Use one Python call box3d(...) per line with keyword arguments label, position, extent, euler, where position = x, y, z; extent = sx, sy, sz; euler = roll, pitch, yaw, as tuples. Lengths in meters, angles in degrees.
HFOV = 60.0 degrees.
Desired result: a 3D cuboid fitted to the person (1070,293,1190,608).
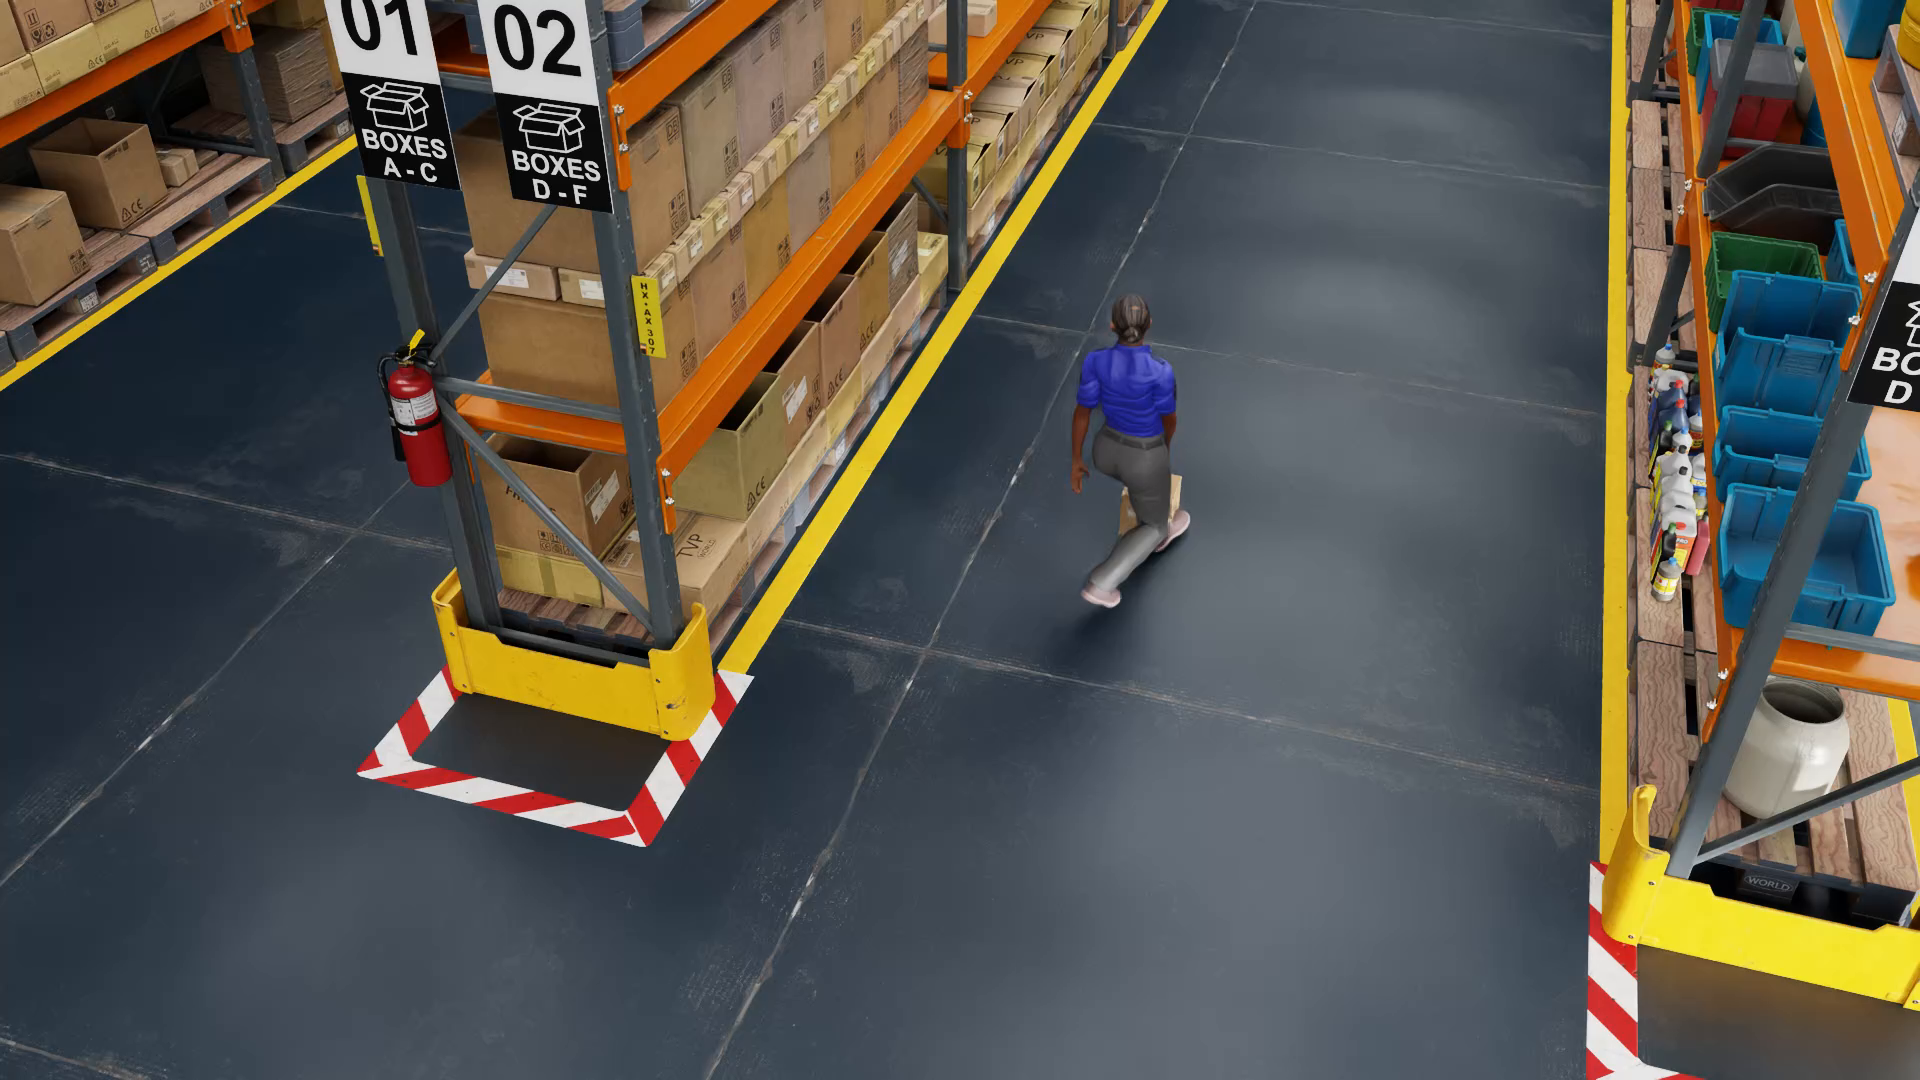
box3d(label="person", position=(0.807, -0.454, 7.567), extent=(0.427, 1.553, 1.009), euler=(24, 44, 29))
